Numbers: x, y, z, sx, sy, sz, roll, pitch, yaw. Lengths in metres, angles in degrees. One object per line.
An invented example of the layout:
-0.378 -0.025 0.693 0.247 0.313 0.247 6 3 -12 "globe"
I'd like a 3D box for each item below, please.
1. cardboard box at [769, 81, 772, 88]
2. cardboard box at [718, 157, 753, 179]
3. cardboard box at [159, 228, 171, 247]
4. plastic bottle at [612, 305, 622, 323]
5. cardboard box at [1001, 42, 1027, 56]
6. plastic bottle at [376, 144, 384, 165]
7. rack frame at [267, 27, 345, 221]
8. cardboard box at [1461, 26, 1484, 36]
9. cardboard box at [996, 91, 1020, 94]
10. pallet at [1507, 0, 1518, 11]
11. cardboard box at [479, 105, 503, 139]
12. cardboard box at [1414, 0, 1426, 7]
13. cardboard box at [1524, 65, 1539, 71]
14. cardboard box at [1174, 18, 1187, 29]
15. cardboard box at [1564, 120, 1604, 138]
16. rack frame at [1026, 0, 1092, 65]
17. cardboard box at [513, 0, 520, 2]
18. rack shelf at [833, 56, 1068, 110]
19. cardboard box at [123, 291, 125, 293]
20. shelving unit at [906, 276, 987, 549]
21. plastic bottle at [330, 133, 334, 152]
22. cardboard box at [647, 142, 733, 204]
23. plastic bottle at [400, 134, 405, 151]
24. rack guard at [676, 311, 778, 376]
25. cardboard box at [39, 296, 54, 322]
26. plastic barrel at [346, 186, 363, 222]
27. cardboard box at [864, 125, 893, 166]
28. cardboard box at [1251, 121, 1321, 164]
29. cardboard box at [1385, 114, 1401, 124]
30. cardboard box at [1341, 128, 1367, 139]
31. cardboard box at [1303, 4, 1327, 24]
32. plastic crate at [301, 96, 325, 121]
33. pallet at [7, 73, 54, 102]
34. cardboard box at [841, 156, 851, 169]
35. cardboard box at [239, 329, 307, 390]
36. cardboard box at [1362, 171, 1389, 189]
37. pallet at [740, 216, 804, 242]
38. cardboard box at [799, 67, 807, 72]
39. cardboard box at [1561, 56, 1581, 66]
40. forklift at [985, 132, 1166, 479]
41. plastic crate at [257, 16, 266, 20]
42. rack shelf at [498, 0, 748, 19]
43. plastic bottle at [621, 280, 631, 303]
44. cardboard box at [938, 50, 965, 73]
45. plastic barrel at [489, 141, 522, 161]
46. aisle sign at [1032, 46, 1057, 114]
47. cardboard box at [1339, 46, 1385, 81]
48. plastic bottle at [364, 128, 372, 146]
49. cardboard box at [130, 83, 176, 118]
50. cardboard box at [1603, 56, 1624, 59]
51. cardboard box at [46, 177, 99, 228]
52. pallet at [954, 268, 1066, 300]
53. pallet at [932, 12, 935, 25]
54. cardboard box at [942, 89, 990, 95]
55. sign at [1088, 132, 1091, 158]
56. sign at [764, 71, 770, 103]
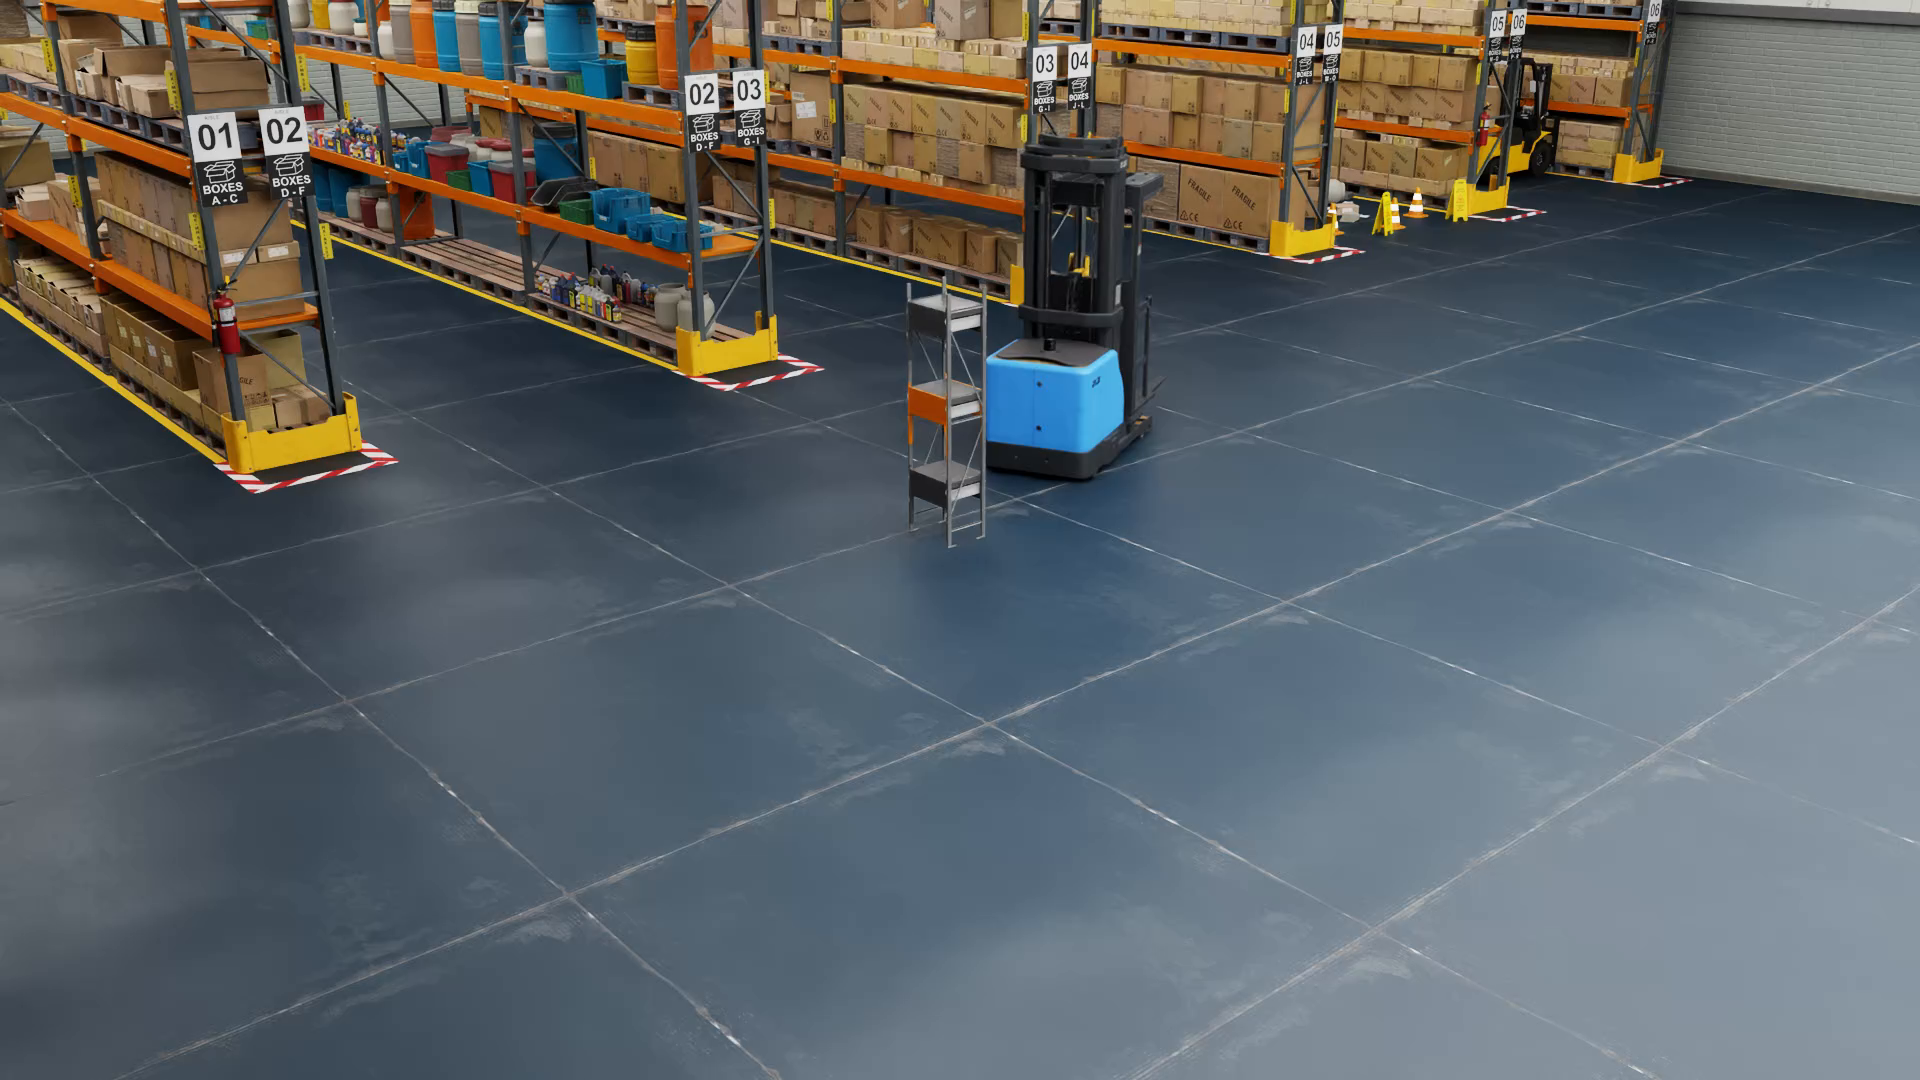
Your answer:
-3.640 -9.138 33.273 0.380 0.149 0.250 -18 28 -39 "cardboard box"
-3.532 -5.965 26.623 0.500 0.250 0.500 -16 27 -35 "cardboard box"
-7.517 -2.952 16.107 0.380 0.149 0.250 -17 27 -36 "cardboard box"
-4.053 -2.669 19.644 0.097 0.201 0.097 0 21 0 "plastic bottle"
0.731 -6.158 20.864 0.380 0.149 0.250 -19 28 -39 "cardboard box"
-8.332 -5.530 23.876 0.061 0.283 0.133 -17 27 -37 "plastic bottle"
-10.355 -6.679 26.650 1.000 3.000 0.127 -17 27 -37 "rack frame"
8.293 -8.214 26.799 0.380 0.149 0.250 -17 27 -37 "cardboard box"
0.906 -7.347 28.217 0.500 0.500 0.500 -18 28 -38 "cardboard box"
10.461 -10.316 31.943 1.003 0.211 1.213 -17 27 -37 "pallet"
-8.736 -8.012 32.390 0.875 0.875 0.875 -17 27 -37 "cardboard box"
7.692 -8.874 27.393 0.380 0.149 0.250 -17 27 -37 "cardboard box"
10.887 -8.956 31.436 0.380 0.149 0.250 -18 28 -38 "cardboard box"
3.415 -7.721 24.828 0.380 0.149 0.250 -17 27 -37 "cardboard box"
11.621 -7.658 30.973 0.500 0.250 0.500 -17 27 -36 "cardboard box"
1.230 -7.336 20.102 1.000 3.000 0.127 -17 27 -37 "rack frame"
-7.741 -10.073 30.353 0.700 0.500 0.500 -16 26 -35 "cardboard box"
-0.076 -6.157 22.191 1.077 0.370 4.000 -17 27 -37 "rack shelf"
-9.292 -2.780 19.121 0.500 0.311 0.500 -18 28 -38 "cardboard box"
-0.108 -1.023 13.444 0.431 2.100 0.503 -17 27 -37 "shelving unit"
-9.468 -6.015 25.132 0.097 0.271 0.097 0 21 0 "plastic bottle"
-4.427 -6.155 27.649 1.225 0.875 0.875 -19 28 -40 "cardboard box"
-8.377 -5.978 25.035 0.097 0.271 0.097 0 21 0 "plastic bottle"
-2.608 -2.210 18.666 1.175 0.500 0.348 -17 27 -37 "rack guard"
-10.707 -2.816 19.980 0.500 0.250 0.500 -18 28 -39 "cardboard box"
-9.250 -5.189 25.681 0.421 0.512 0.421 0 21 0 "plastic barrel"
-0.835 -5.547 23.216 0.875 0.500 0.500 -17 27 -37 "cardboard box"
4.777 -5.857 24.346 0.875 0.550 0.550 -17 27 -37 "cardboard box"
7.443 -7.174 28.258 0.380 0.149 0.250 -18 28 -38 "cardboard box"
6.858 -7.082 28.956 0.380 0.149 0.250 -16 26 -34 "cardboard box"
4.933 -7.598 23.967 0.500 0.250 0.500 -18 27 -38 "cardboard box"
-10.748 -7.043 27.410 0.402 0.464 0.583 -17 27 -37 "plastic crate"
-10.257 -5.230 19.096 1.003 0.211 1.213 -16 26 -35 "pallet"
-1.469 -5.400 23.729 0.380 0.149 0.250 -17 27 -37 "cardboard box"
-6.787 -1.789 16.330 0.500 0.500 0.500 -17 27 -37 "cardboard box"
7.328 -6.265 28.786 0.500 0.250 0.500 -19 28 -39 "cardboard box"
-2.691 -4.902 25.935 1.003 0.211 1.213 -17 27 -37 "pallet"
-2.871 -9.010 31.961 0.380 0.149 0.250 -17 27 -37 "cardboard box"
11.366 -8.879 30.833 0.380 0.149 0.250 -17 27 -36 "cardboard box"
1.253 -2.418 15.864 1.130 2.935 3.031 9 23 22 "forklift"
-12.106 -8.878 28.441 0.450 0.188 0.336 -17 27 -37 "plastic crate"
-3.828 -6.189 18.706 1.077 0.370 4.000 -17 27 -37 "rack shelf"
-4.136 -3.086 20.598 0.061 0.283 0.133 -17 27 -37 "plastic bottle"
0.066 -6.223 21.579 0.500 0.250 0.500 -17 27 -36 "cardboard box"
-6.071 -5.051 22.308 0.433 0.535 0.433 0 21 0 "plastic barrel"
1.043 -5.665 20.496 0.394 0.787 0.004 -17 27 -37 "aisle sign"
6.873 -8.193 28.599 0.700 0.500 0.500 -18 28 -39 "cardboard box"
-9.129 -6.211 25.631 0.097 0.271 0.097 0 21 0 "plastic bottle"
-7.229 -4.029 15.208 0.500 0.250 0.500 -17 27 -37 "cardboard box"
12.110 -8.865 30.797 0.380 0.149 0.250 -17 27 -36 "cardboard box"
-10.392 -3.983 19.629 0.500 0.500 0.500 -19 29 -40 "cardboard box"
0.677 -3.498 22.352 1.003 0.211 1.213 -17 27 -37 "pallet"
0.292 -9.049 28.848 1.213 0.211 1.003 -16 26 -35 "pallet"
0.098 -5.825 22.552 0.500 0.500 0.500 -17 27 -37 "cardboard box"
1.641 -5.075 21.368 0.100 0.325 0.005 -17 27 -37 "sign"
-2.103 -4.894 17.968 0.100 0.325 0.005 -17 27 -37 "sign"
